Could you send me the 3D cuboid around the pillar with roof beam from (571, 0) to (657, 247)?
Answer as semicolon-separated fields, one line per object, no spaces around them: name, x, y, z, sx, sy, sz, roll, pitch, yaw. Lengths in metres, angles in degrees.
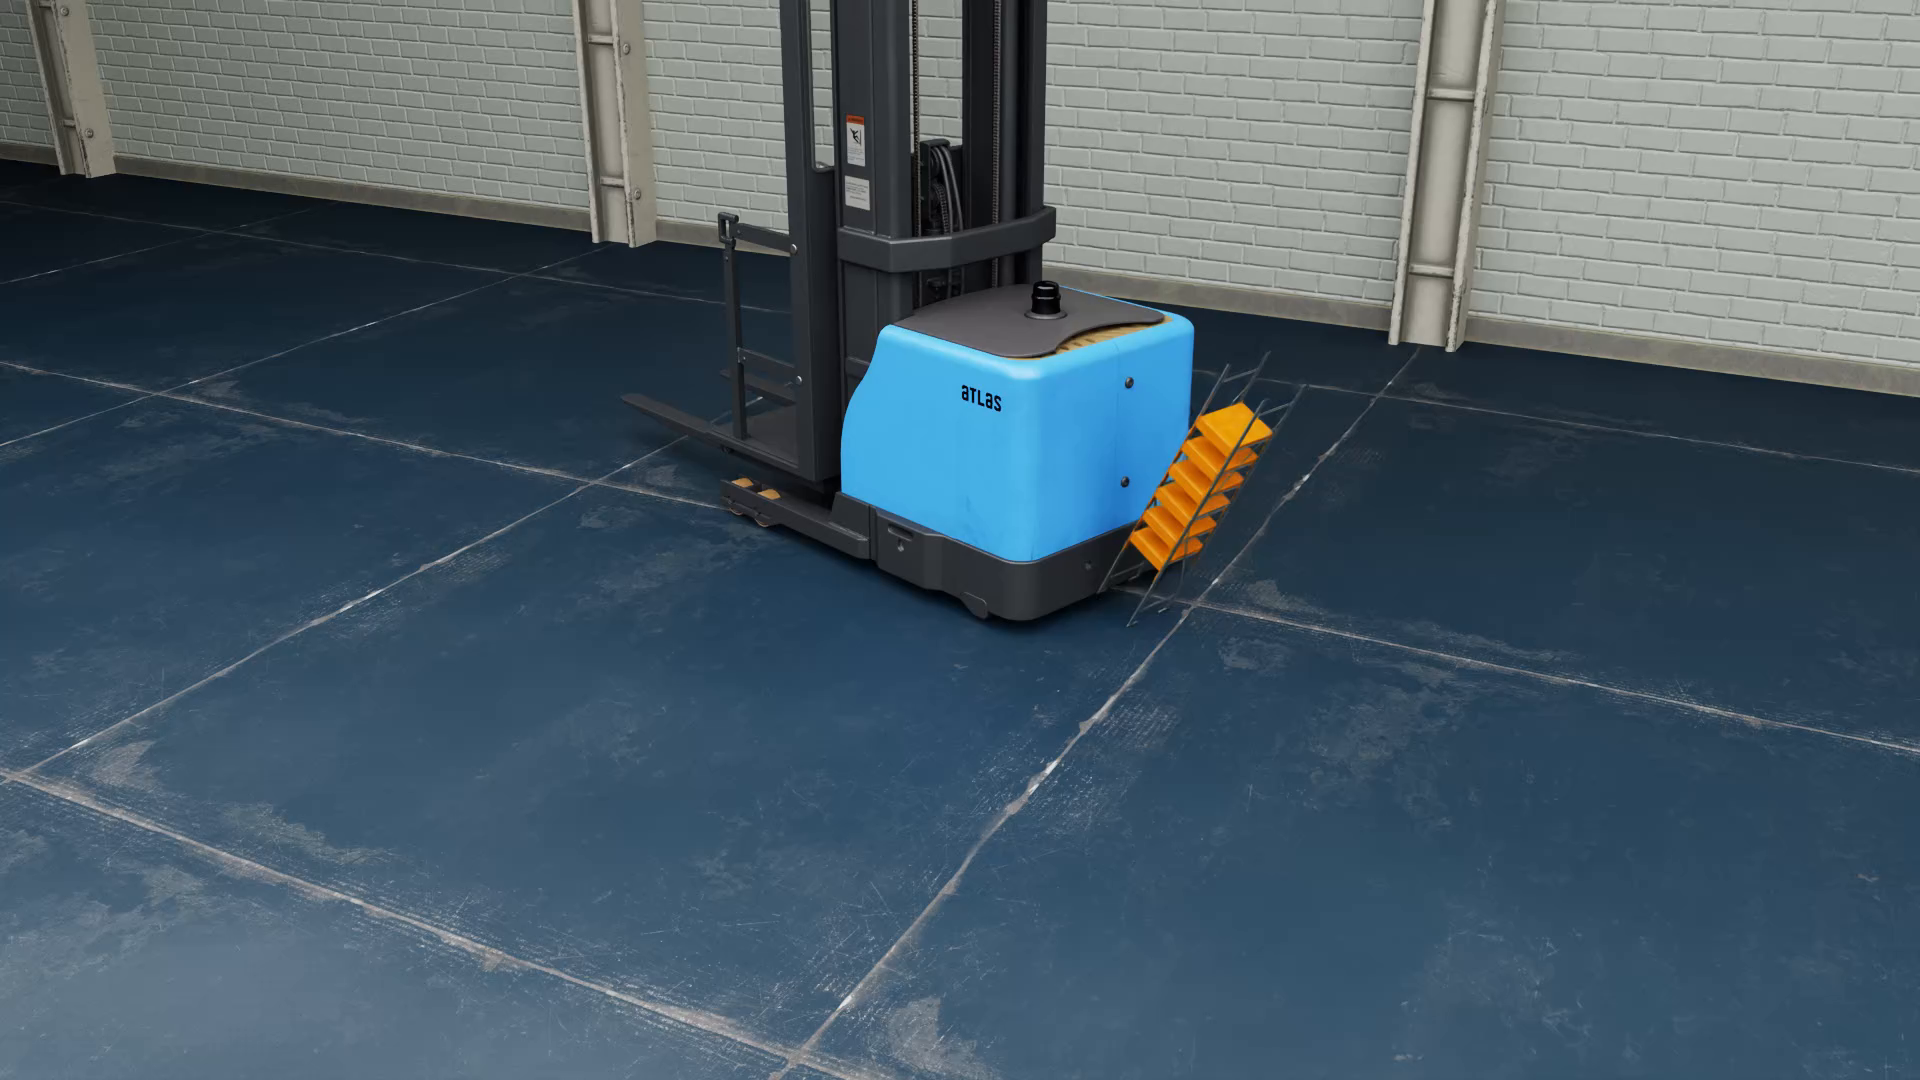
pillar with roof beam;-4.469;-4.900;7.275;0.400;9.000;9.100;11;25;25

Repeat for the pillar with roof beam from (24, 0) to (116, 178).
pillar with roof beam;-9.824;-5.960;9.766;0.400;9.000;9.100;11;25;25

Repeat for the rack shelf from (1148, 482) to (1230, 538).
rack shelf;0.860;-0.136;6.197;0.258;0.103;0.180;-20;58;-39

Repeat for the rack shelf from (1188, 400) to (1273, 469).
rack shelf;0.975;-0.380;5.959;0.258;0.103;0.180;-20;58;-39

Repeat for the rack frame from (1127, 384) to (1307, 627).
rack frame;0.929;-0.103;6.130;0.240;1.200;0.006;-20;58;-39

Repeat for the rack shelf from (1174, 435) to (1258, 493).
rack shelf;0.937;-0.299;6.039;0.258;0.103;0.180;-20;58;-39

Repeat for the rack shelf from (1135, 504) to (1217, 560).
rack shelf;0.821;-0.055;6.277;0.258;0.103;0.180;-20;58;-39

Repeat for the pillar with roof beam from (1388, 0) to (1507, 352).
pillar with roof beam;0.885;-3.841;4.783;0.400;9.000;9.100;11;25;25

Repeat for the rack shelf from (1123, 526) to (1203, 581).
rack shelf;0.783;0.027;6.356;0.258;0.103;0.180;-20;58;-39

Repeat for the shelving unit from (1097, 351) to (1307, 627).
shelving unit;0.874;-0.166;6.168;0.258;1.200;0.189;-20;58;-39

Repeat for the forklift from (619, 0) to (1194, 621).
forklift;-0.434;-1.528;7.097;1.130;2.935;3.031;-20;30;-39

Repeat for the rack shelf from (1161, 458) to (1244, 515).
rack shelf;0.898;-0.217;6.118;0.258;0.103;0.180;-20;58;-39

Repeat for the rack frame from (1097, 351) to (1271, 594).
rack frame;0.819;-0.229;6.206;0.240;1.200;0.006;-20;58;-39
